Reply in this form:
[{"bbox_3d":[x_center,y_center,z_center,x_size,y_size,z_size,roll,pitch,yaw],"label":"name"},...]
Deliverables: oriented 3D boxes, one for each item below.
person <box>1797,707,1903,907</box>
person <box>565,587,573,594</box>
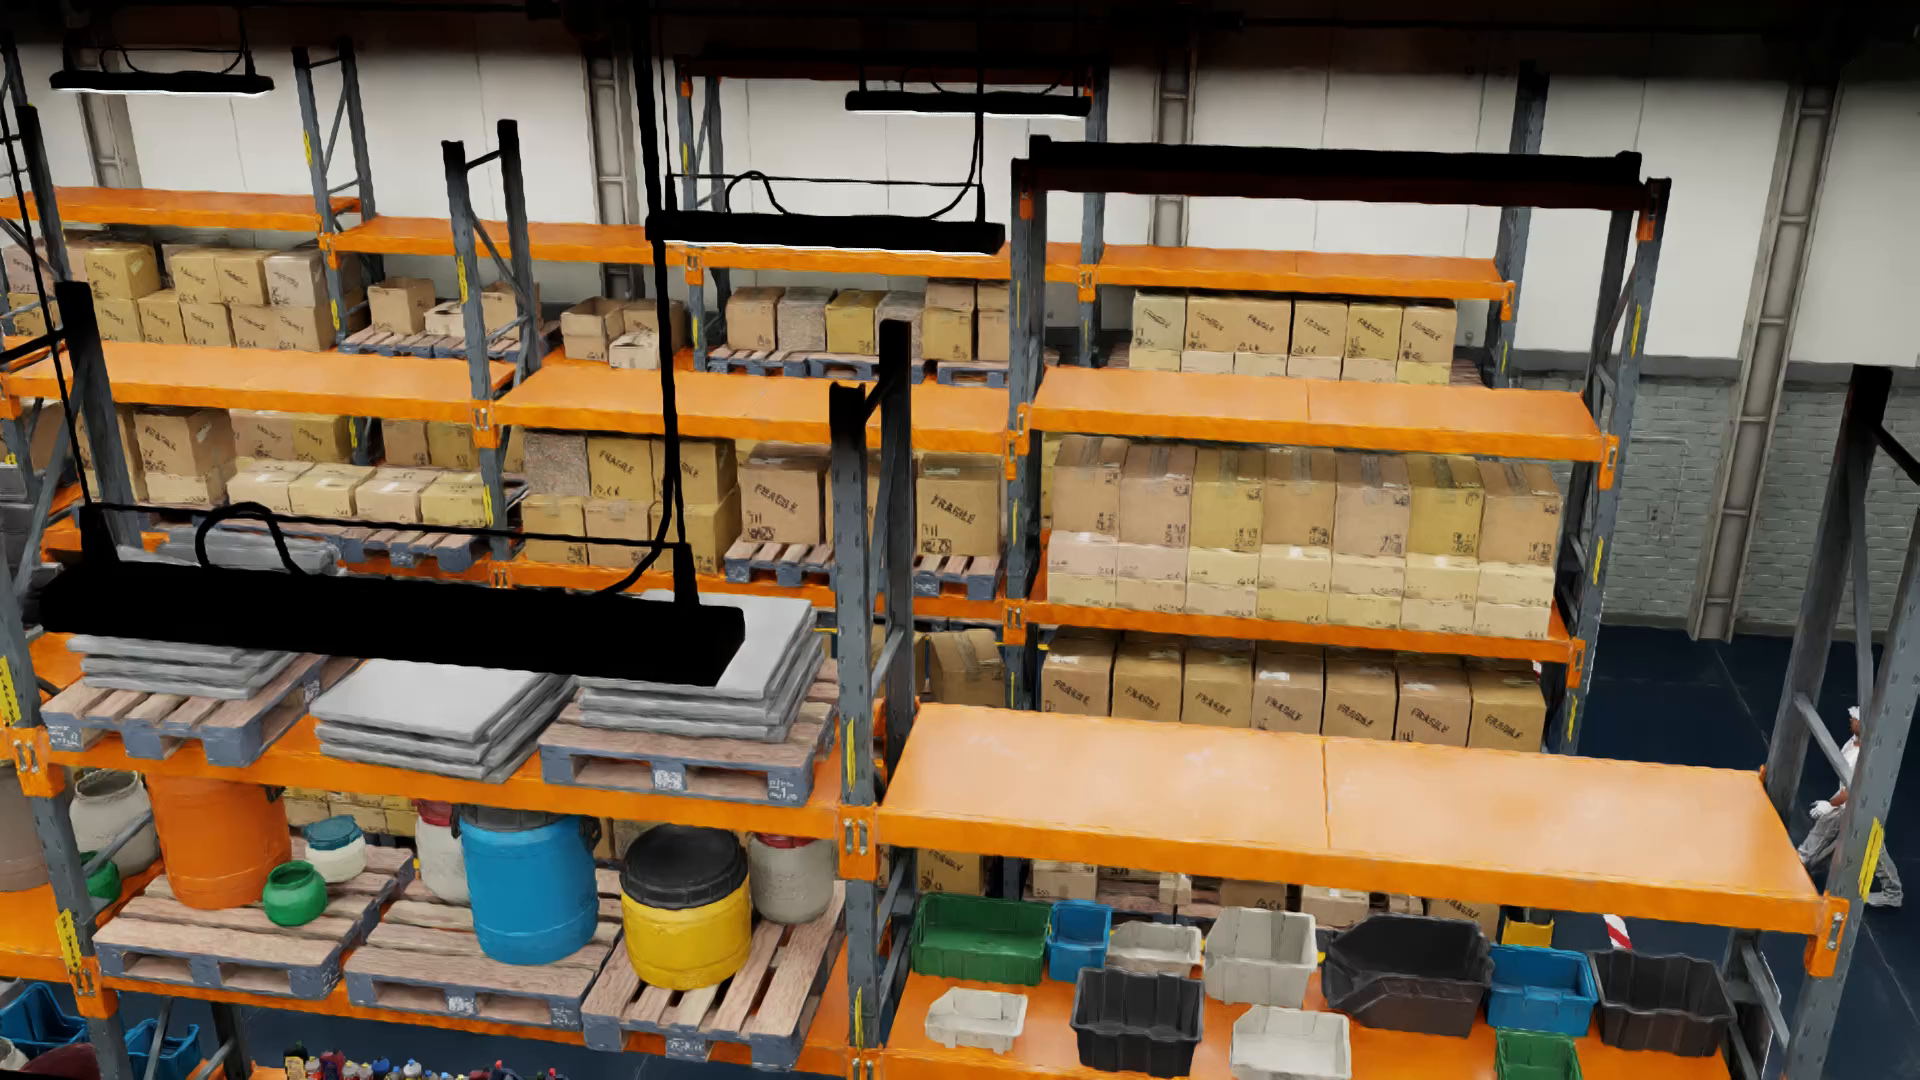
[{"bbox_3d":[7.097,2.072,13.248,1.037,1.724,0.552,7,24,17],"label":"person"},{"bbox_3d":[-3.484,1.182,15.443,0.529,1.676,0.682,3,23,8],"label":"person"}]
